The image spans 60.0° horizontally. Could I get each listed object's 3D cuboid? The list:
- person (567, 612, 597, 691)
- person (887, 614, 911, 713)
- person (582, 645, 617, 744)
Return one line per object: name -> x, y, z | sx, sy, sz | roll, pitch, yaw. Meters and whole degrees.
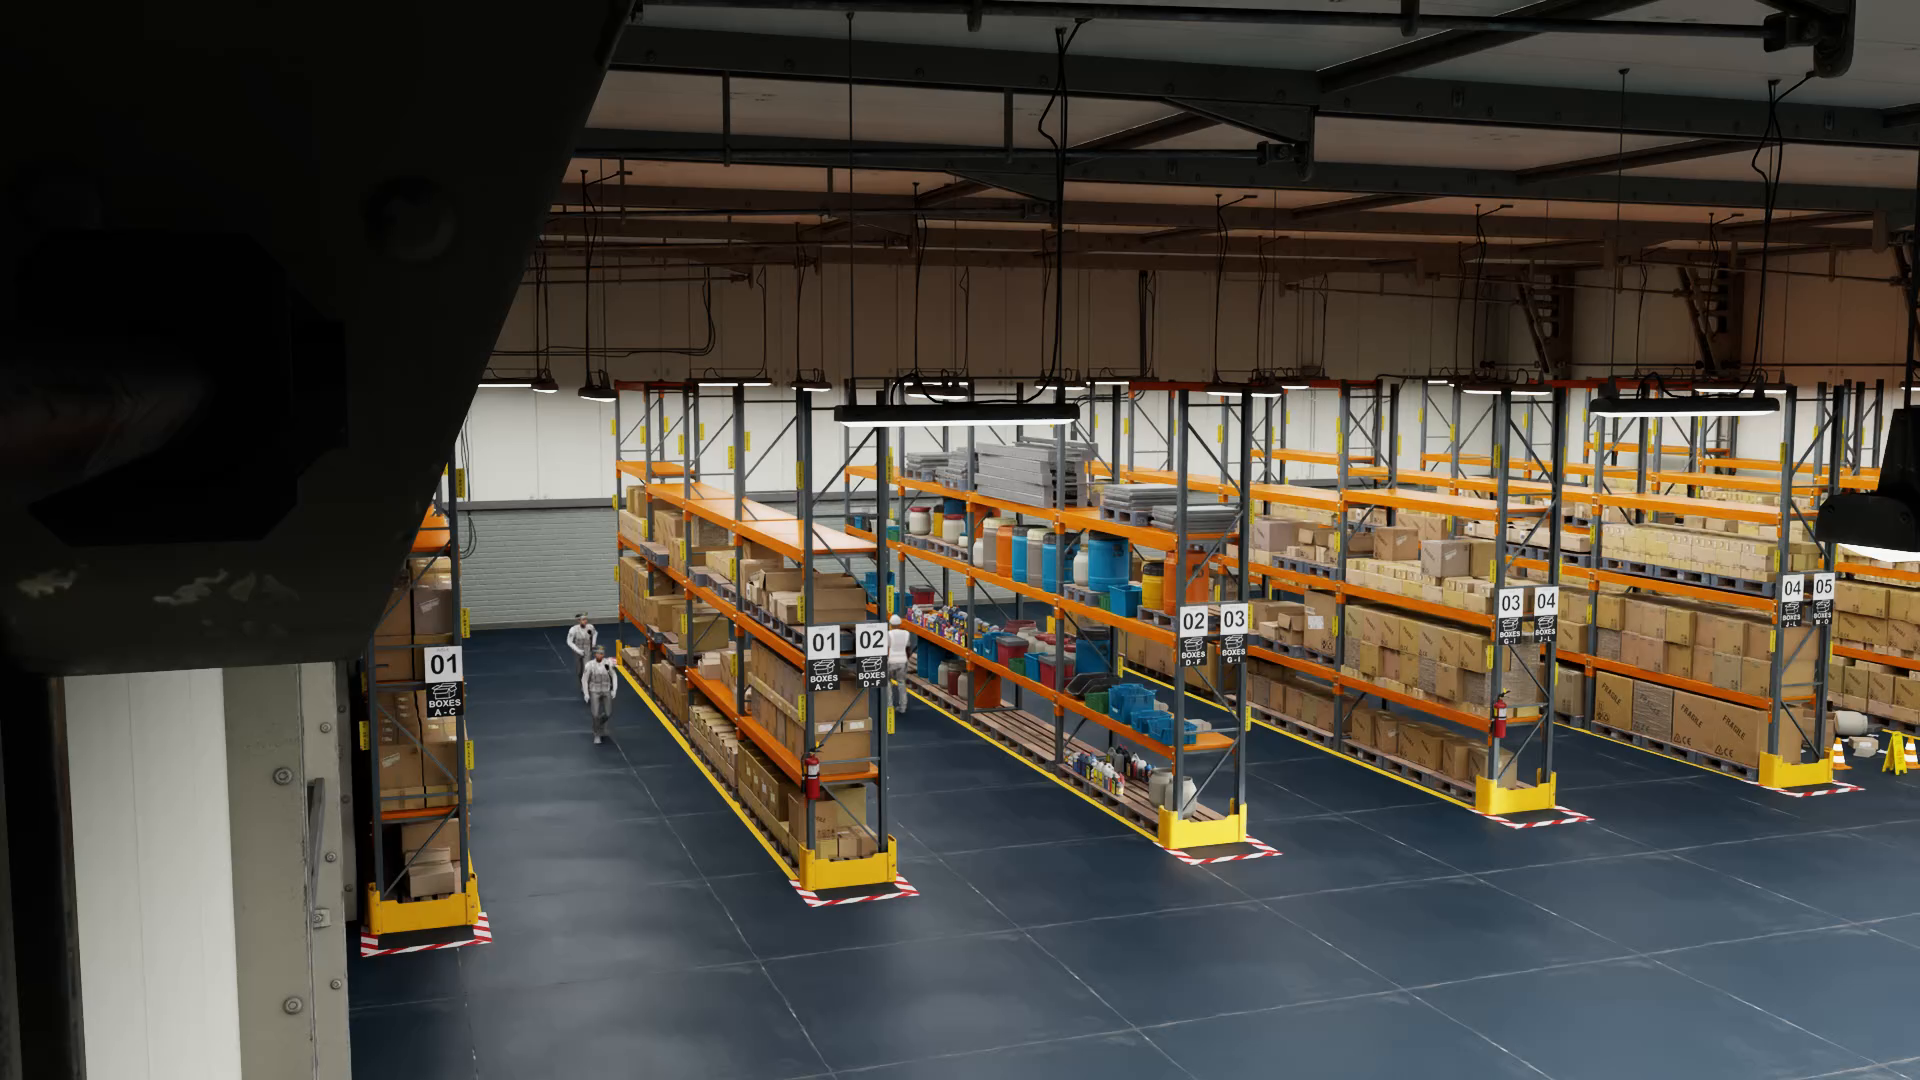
person -> -7.276, 2.152, 32.045 | 0.562, 1.606, 0.704 | -1, 6, -10
person -> -1.152, 2.265, 30.271 | 0.597, 1.819, 0.556 | -3, 7, -28
person -> -6.076, 2.562, 28.007 | 0.583, 1.660, 0.550 | -2, 6, -19
